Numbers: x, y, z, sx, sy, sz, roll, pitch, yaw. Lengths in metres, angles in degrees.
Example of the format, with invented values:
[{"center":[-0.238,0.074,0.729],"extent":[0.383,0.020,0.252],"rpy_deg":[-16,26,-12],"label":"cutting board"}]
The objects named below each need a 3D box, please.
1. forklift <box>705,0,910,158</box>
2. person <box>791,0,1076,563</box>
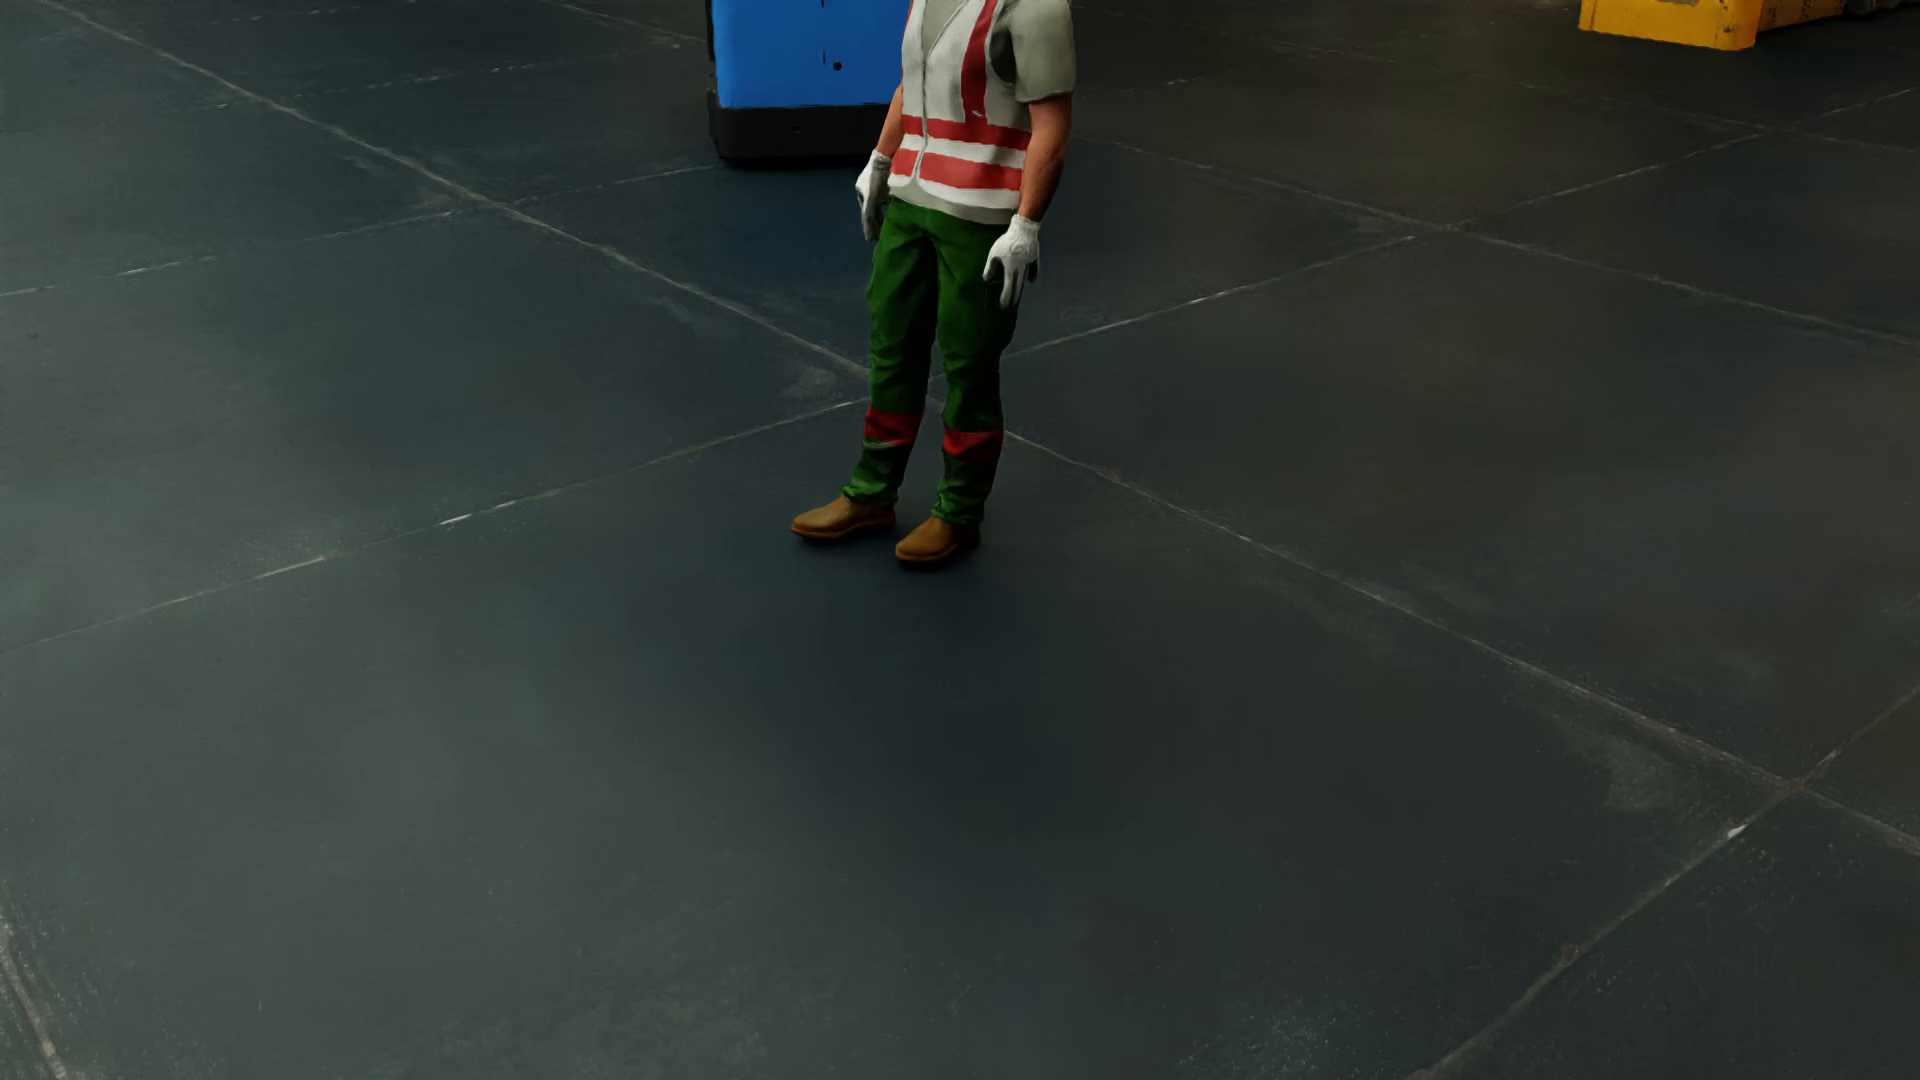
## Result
[{"center":[-0.873,-3.798,8.860],"extent":[1.130,2.935,3.031],"rpy_deg":[-4,27,-8],"label":"forklift"},{"center":[-0.069,-0.787,4.063],"extent":[0.563,1.783,0.637],"rpy_deg":[-20,33,-35],"label":"person"}]
